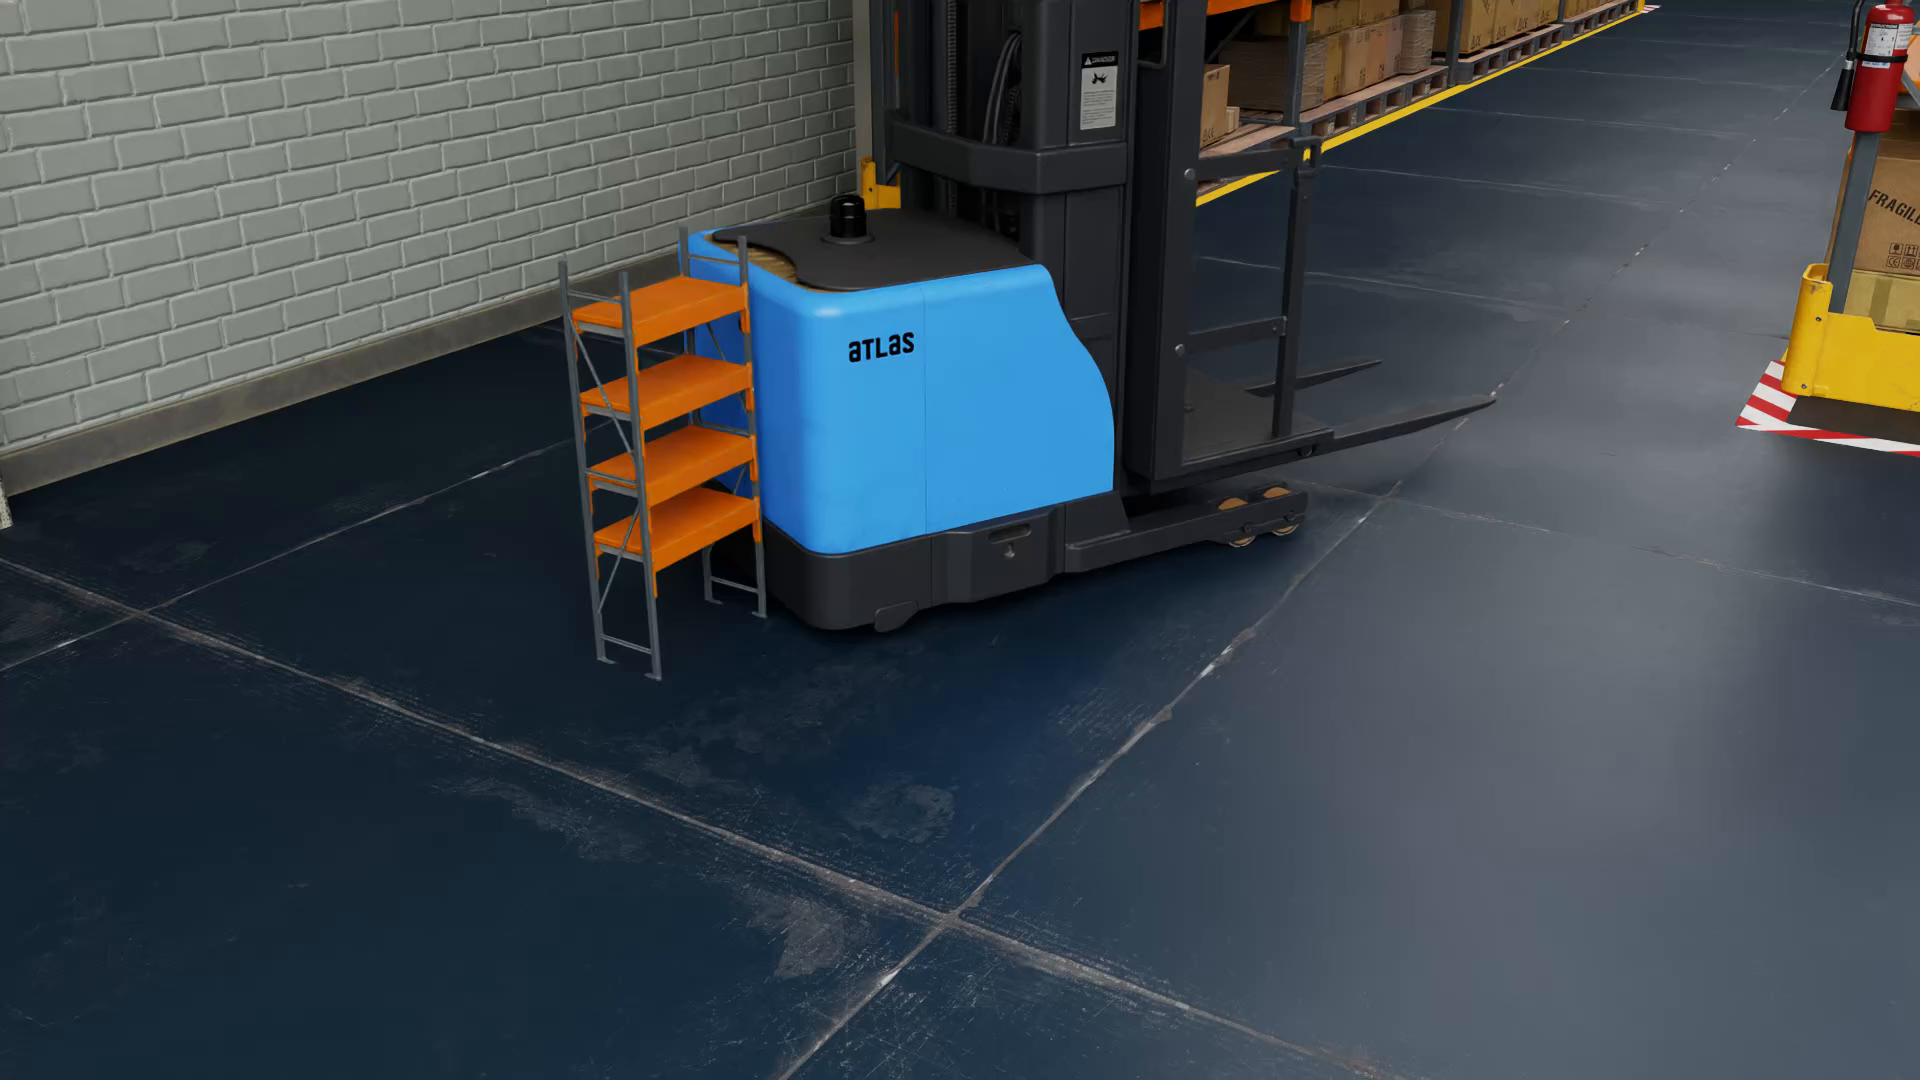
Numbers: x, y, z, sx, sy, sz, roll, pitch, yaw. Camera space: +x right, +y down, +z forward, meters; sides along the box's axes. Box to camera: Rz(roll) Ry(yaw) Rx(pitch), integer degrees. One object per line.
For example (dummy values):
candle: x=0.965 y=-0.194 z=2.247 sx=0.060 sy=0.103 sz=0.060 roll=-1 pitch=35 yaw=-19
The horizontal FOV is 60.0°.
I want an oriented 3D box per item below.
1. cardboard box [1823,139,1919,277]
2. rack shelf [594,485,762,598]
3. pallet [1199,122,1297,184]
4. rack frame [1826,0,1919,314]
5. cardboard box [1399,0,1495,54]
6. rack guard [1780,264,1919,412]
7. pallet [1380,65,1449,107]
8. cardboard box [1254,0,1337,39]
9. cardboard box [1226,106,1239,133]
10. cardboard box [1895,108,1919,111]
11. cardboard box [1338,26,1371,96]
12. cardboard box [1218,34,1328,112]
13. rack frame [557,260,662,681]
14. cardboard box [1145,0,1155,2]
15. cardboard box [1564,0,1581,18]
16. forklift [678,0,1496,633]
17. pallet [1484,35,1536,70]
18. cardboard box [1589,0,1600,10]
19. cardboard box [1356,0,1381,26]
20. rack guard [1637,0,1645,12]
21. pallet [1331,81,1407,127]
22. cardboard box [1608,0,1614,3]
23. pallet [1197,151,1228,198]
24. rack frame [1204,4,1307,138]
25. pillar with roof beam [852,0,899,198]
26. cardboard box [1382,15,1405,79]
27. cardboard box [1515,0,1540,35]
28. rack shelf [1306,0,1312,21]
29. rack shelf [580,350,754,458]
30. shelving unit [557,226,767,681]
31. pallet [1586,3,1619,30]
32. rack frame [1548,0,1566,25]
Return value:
cardboard box: x=4.195 y=-1.486 z=7.395 sx=0.500 sy=0.500 sz=0.500 roll=14 pitch=27 yaw=29
rack shelf: x=-0.839 y=-0.009 z=4.927 sx=0.258 sy=0.148 sz=0.480 roll=14 pitch=27 yaw=29
pallet: x=1.740 y=-2.840 z=12.045 sx=1.003 sy=0.211 sz=1.213 roll=14 pitch=27 yaw=29
rack frame: x=4.165 y=-1.967 z=6.519 sx=1.000 sy=3.000 sz=0.127 roll=14 pitch=27 yaw=29
cardboard box: x=4.674 y=-5.131 z=16.004 sx=0.750 sy=0.750 sz=0.750 roll=13 pitch=27 yaw=28
rack guard: x=4.152 y=-0.812 z=6.996 sx=1.175 sy=0.500 sz=0.348 roll=14 pitch=27 yaw=29
pallet: x=3.761 y=-4.161 z=15.096 sx=1.003 sy=0.211 sz=1.213 roll=14 pitch=27 yaw=29
cardboard box: x=2.668 y=-4.154 z=13.219 sx=0.500 sy=0.250 sz=0.500 roll=13 pitch=27 yaw=28
cardboard box: x=1.808 y=-3.069 z=12.076 sx=0.380 sy=0.166 sz=0.250 roll=10 pitch=25 yaw=22
cardboard box: x=4.975 y=-1.995 z=8.570 sx=0.500 sy=0.500 sz=0.500 roll=14 pitch=27 yaw=29
cardboard box: x=2.972 y=-4.009 z=13.829 sx=0.700 sy=0.500 sz=0.500 roll=14 pitch=27 yaw=30
cardboard box: x=2.438 y=-3.661 z=13.023 sx=0.700 sy=0.500 sz=0.500 roll=15 pitch=28 yaw=31
rack frame: x=-0.970 y=-0.172 z=4.633 sx=0.240 sy=1.200 sz=0.015 roll=14 pitch=27 yaw=29
cardboard box: x=1.017 y=-3.392 z=9.972 sx=0.500 sy=0.250 sz=0.500 roll=13 pitch=27 yaw=28
cardboard box: x=6.766 y=-6.331 z=19.216 sx=0.700 sy=0.500 sz=0.500 roll=14 pitch=27 yaw=30
forklift: x=0.613 y=-1.485 z=5.490 sx=3.031 sy=2.935 sz=1.130 roll=-14 pitch=27 yaw=-28
pallet: x=5.298 y=-5.085 z=17.230 sx=1.003 sy=0.211 sz=1.213 roll=14 pitch=27 yaw=29
cardboard box: x=7.306 y=-6.672 z=20.005 sx=0.700 sy=0.500 sz=0.500 roll=15 pitch=27 yaw=30
cardboard box: x=3.218 y=-4.495 z=14.007 sx=0.500 sy=0.250 sz=0.500 roll=14 pitch=27 yaw=29
rack guard: x=8.407 y=-7.265 z=21.903 sx=1.175 sy=0.500 sz=0.348 roll=14 pitch=27 yaw=29
pallet: x=3.116 y=-3.751 z=14.149 sx=1.003 sy=0.211 sz=1.213 roll=14 pitch=27 yaw=29
cardboard box: x=7.846 y=-7.024 z=20.817 sx=0.700 sy=0.500 sz=0.500 roll=14 pitch=27 yaw=29
pallet: x=1.097 y=-2.427 z=11.090 sx=1.003 sy=0.211 sz=1.213 roll=14 pitch=27 yaw=29
rack frame: x=2.064 y=-4.354 z=12.032 sx=1.000 sy=3.000 sz=0.127 roll=14 pitch=27 yaw=29
pillar with roof beam: x=3.246 y=-5.273 z=6.602 sx=9.100 sy=9.000 sz=0.400 roll=14 pitch=27 yaw=29
cardboard box: x=3.468 y=-4.356 z=14.628 sx=0.700 sy=0.500 sz=0.500 roll=14 pitch=27 yaw=29
cardboard box: x=5.585 y=-5.713 z=17.349 sx=0.750 sy=0.750 sz=0.750 roll=15 pitch=27 yaw=31
rack shelf: x=3.119 y=-4.699 z=13.734 sx=1.077 sy=0.370 sz=4.000 roll=14 pitch=27 yaw=29
rack shelf: x=-0.841 y=-0.397 z=4.761 sx=0.258 sy=0.148 sz=0.480 roll=14 pitch=27 yaw=29
shelving unit: x=-0.840 y=-0.253 z=4.822 sx=0.258 sy=1.200 sz=0.503 roll=14 pitch=27 yaw=29
pallet: x=7.394 y=-6.428 z=20.333 sx=1.003 sy=0.211 sz=1.213 roll=14 pitch=27 yaw=29
rack frame: x=6.284 y=-7.054 z=18.269 sx=1.000 sy=3.000 sz=0.127 roll=14 pitch=27 yaw=29
